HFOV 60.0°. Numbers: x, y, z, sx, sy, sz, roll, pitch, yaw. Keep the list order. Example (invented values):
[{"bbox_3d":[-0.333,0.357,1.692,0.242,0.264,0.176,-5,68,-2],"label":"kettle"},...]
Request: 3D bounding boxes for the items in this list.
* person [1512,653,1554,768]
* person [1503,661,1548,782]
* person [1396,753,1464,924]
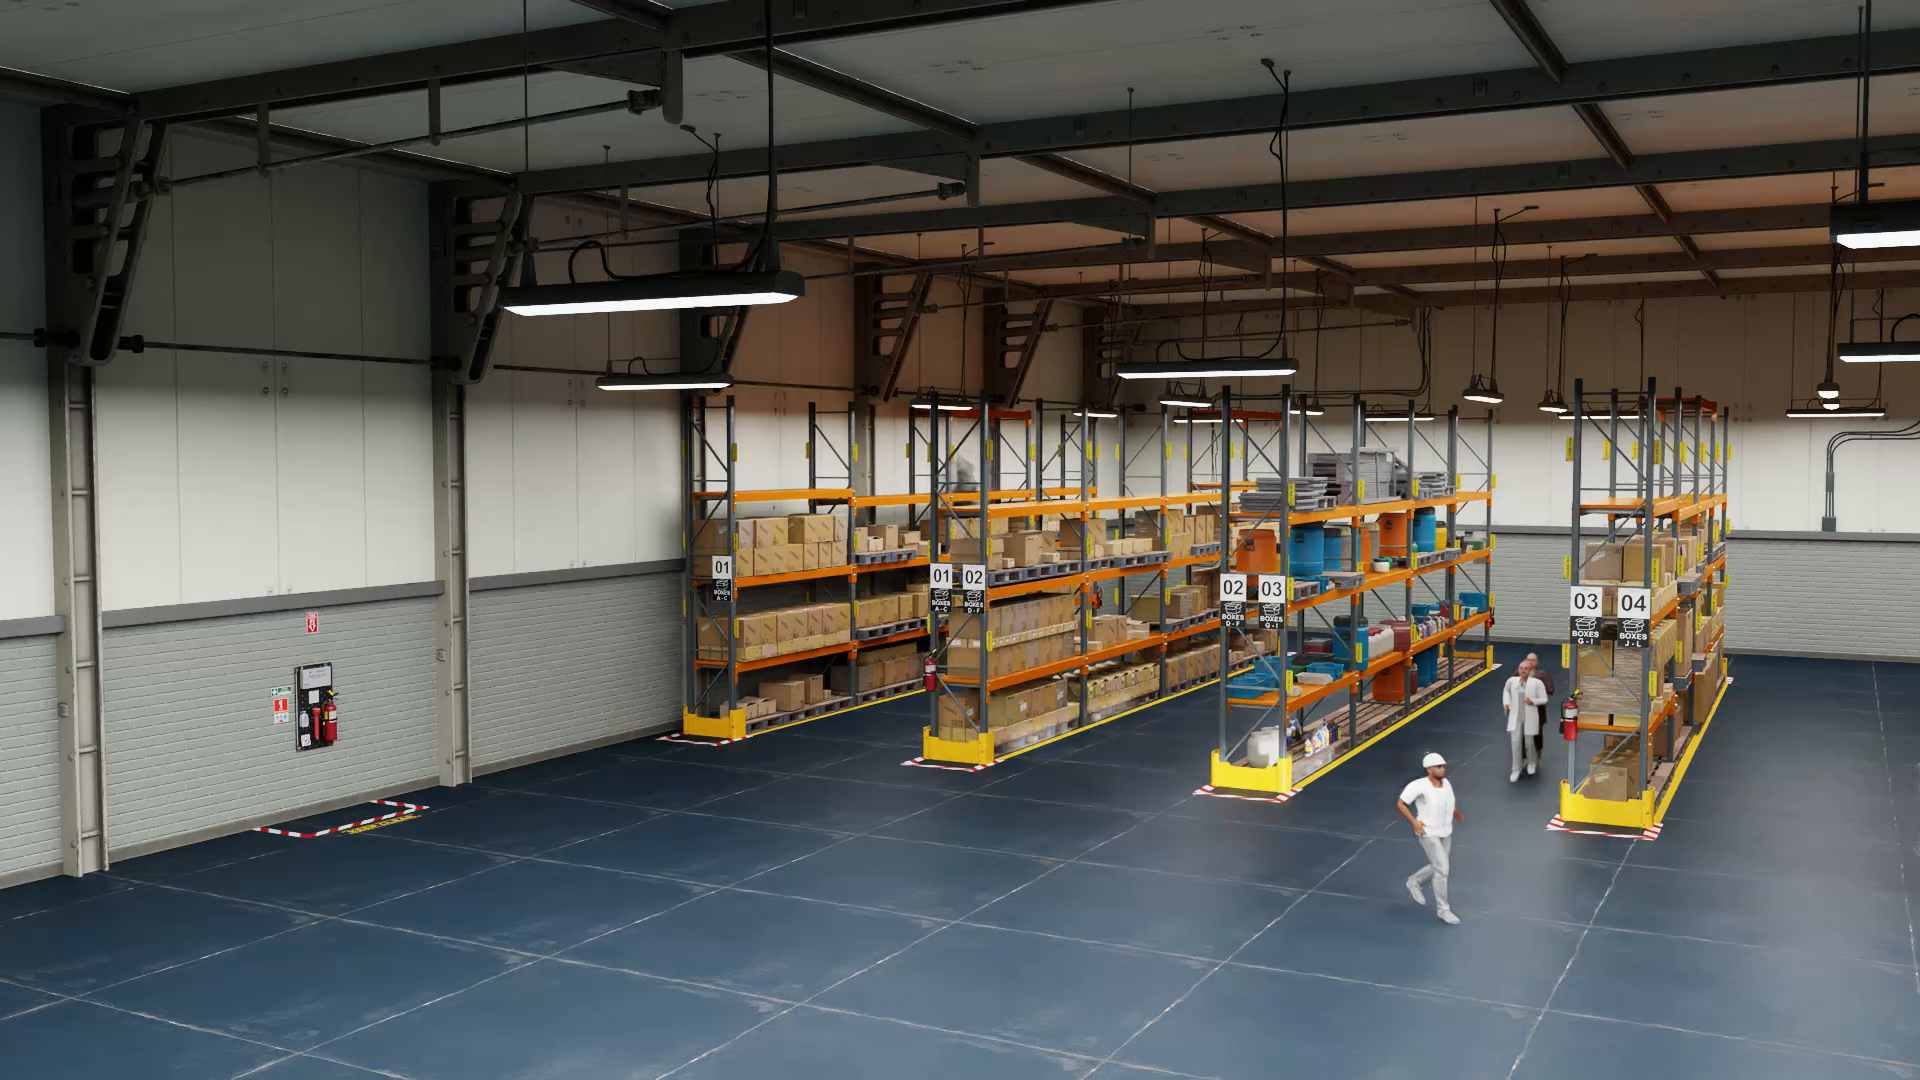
[{"bbox_3d":[9.108,2.688,26.536,0.703,1.761,1.066,1,3,24],"label":"person"},{"bbox_3d":[8.667,2.759,25.558,0.701,1.805,0.918,2,3,30],"label":"person"},{"bbox_3d":[5.088,3.172,17.922,0.701,1.769,0.827,-2,4,-33],"label":"person"}]
